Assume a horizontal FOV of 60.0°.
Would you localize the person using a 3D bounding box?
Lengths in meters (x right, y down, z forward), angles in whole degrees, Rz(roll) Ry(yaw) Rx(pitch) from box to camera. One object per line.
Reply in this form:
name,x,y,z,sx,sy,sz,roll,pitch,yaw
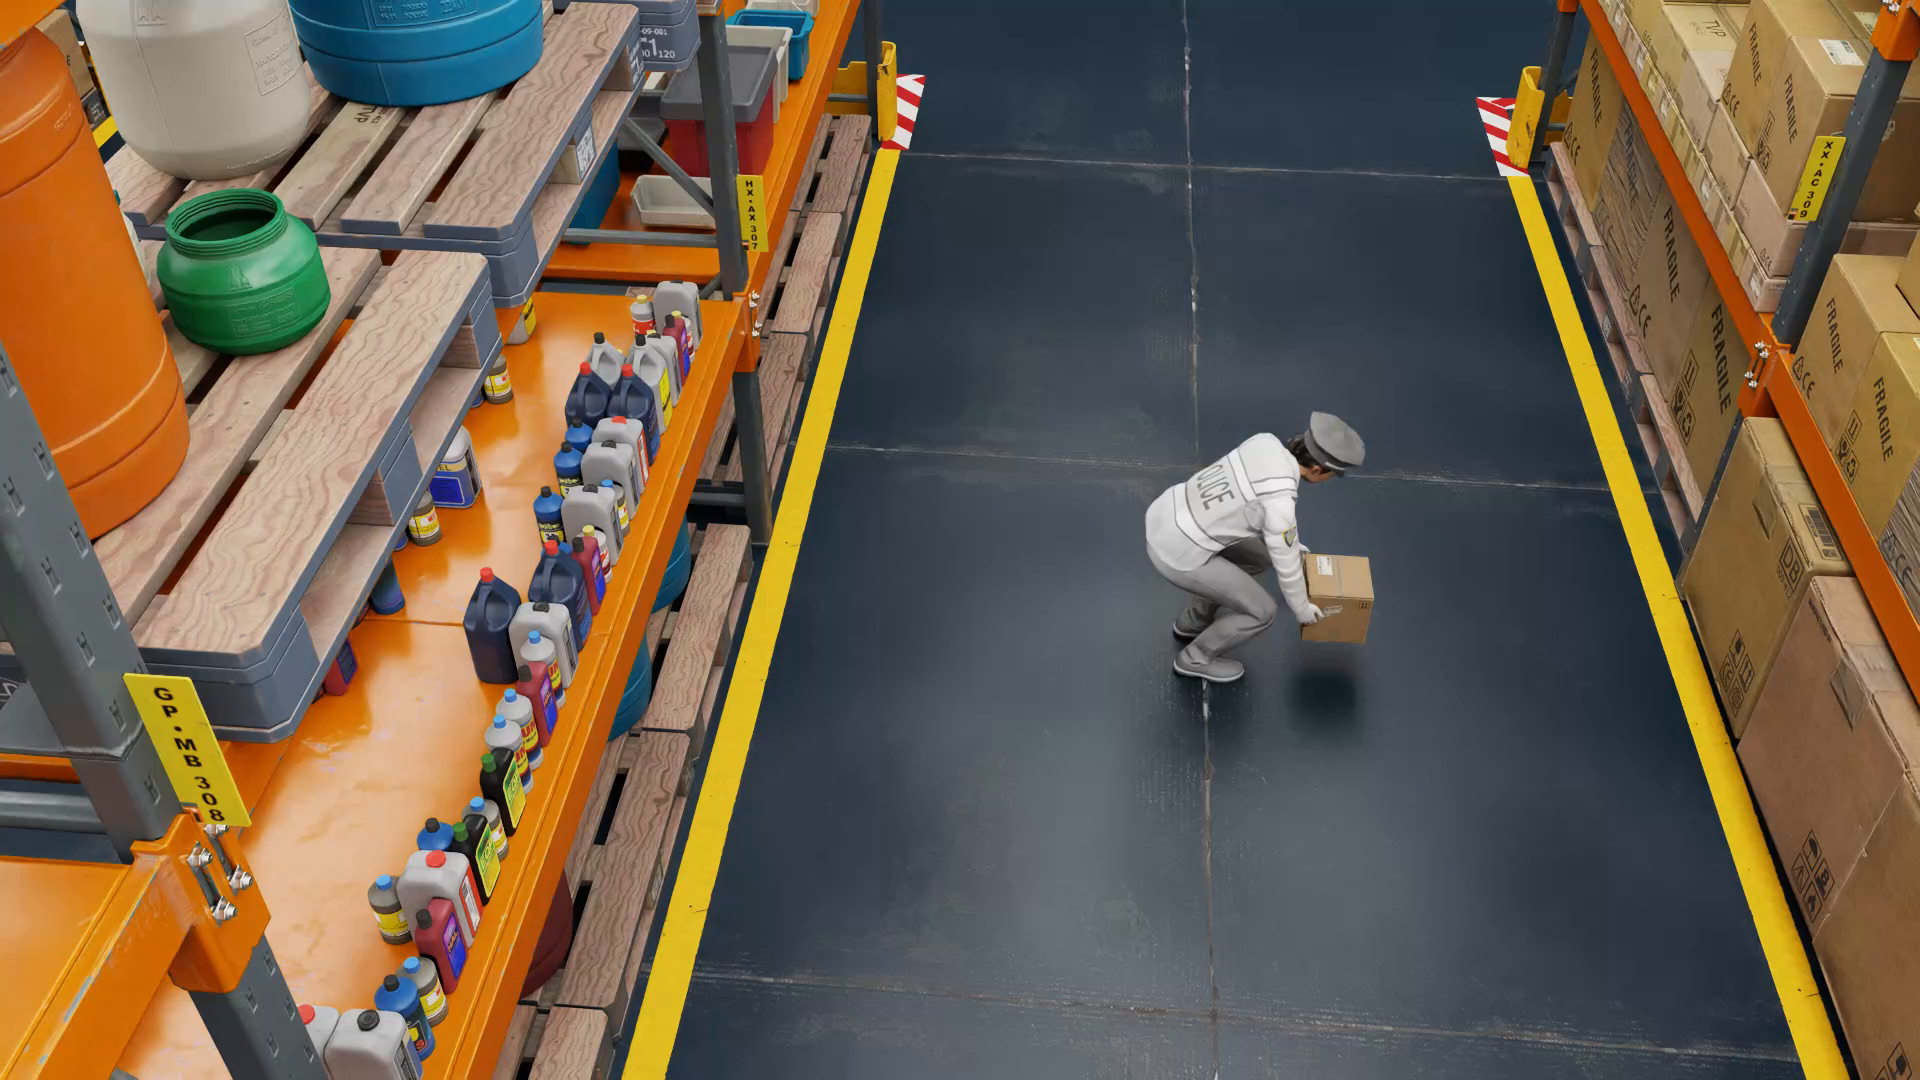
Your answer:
person,1.123,0.004,6.544,0.796,1.163,0.520,3,40,4
